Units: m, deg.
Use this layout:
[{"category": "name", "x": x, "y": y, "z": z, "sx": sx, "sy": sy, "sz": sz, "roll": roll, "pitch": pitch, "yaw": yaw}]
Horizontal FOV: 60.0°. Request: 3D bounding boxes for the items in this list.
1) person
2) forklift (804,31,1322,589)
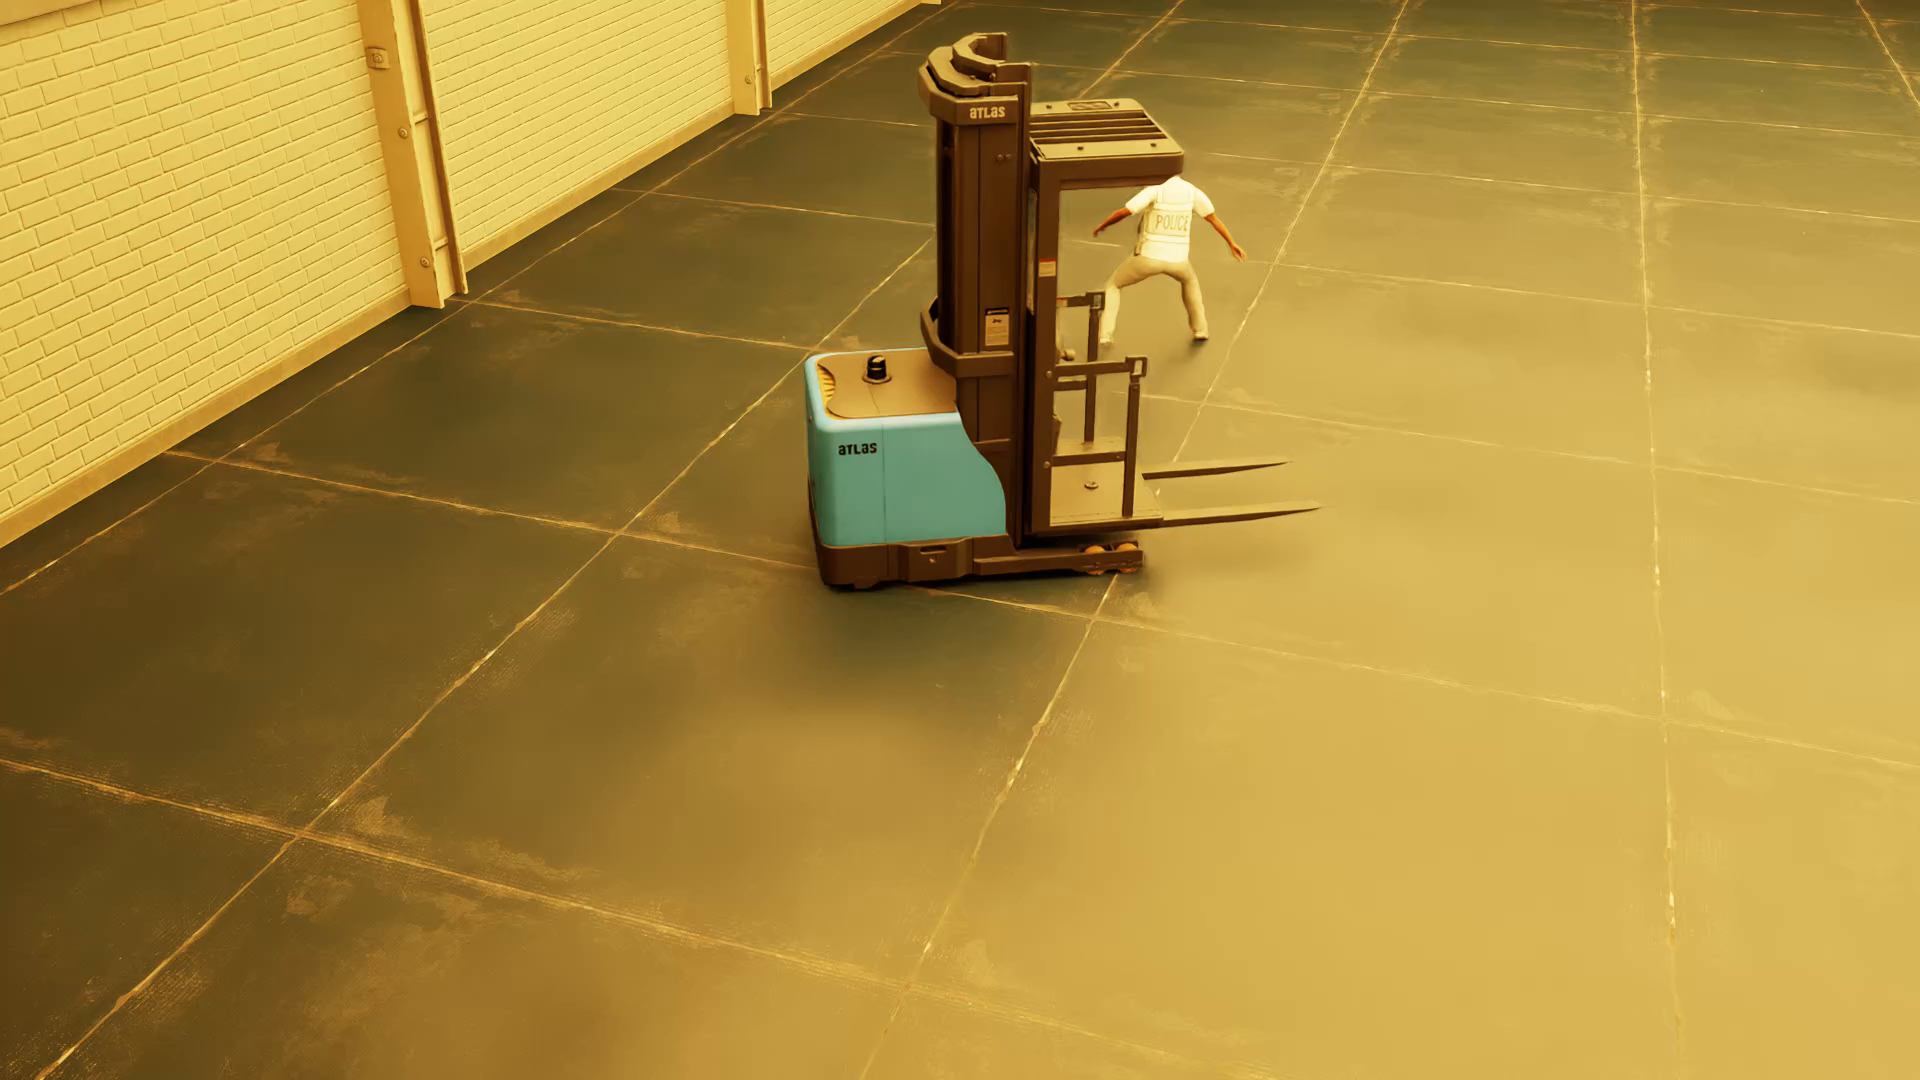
[{"category": "person", "x": 1.540, "y": -2.112, "z": 12.362, "sx": 1.106, "sy": 1.577, "sz": 0.510, "roll": -4, "pitch": 30, "yaw": -8}, {"category": "forklift", "x": 0.628, "y": -1.323, "z": 9.457, "sx": 3.031, "sy": 2.935, "sz": 1.130, "roll": -5, "pitch": 30, "yaw": -8}]
